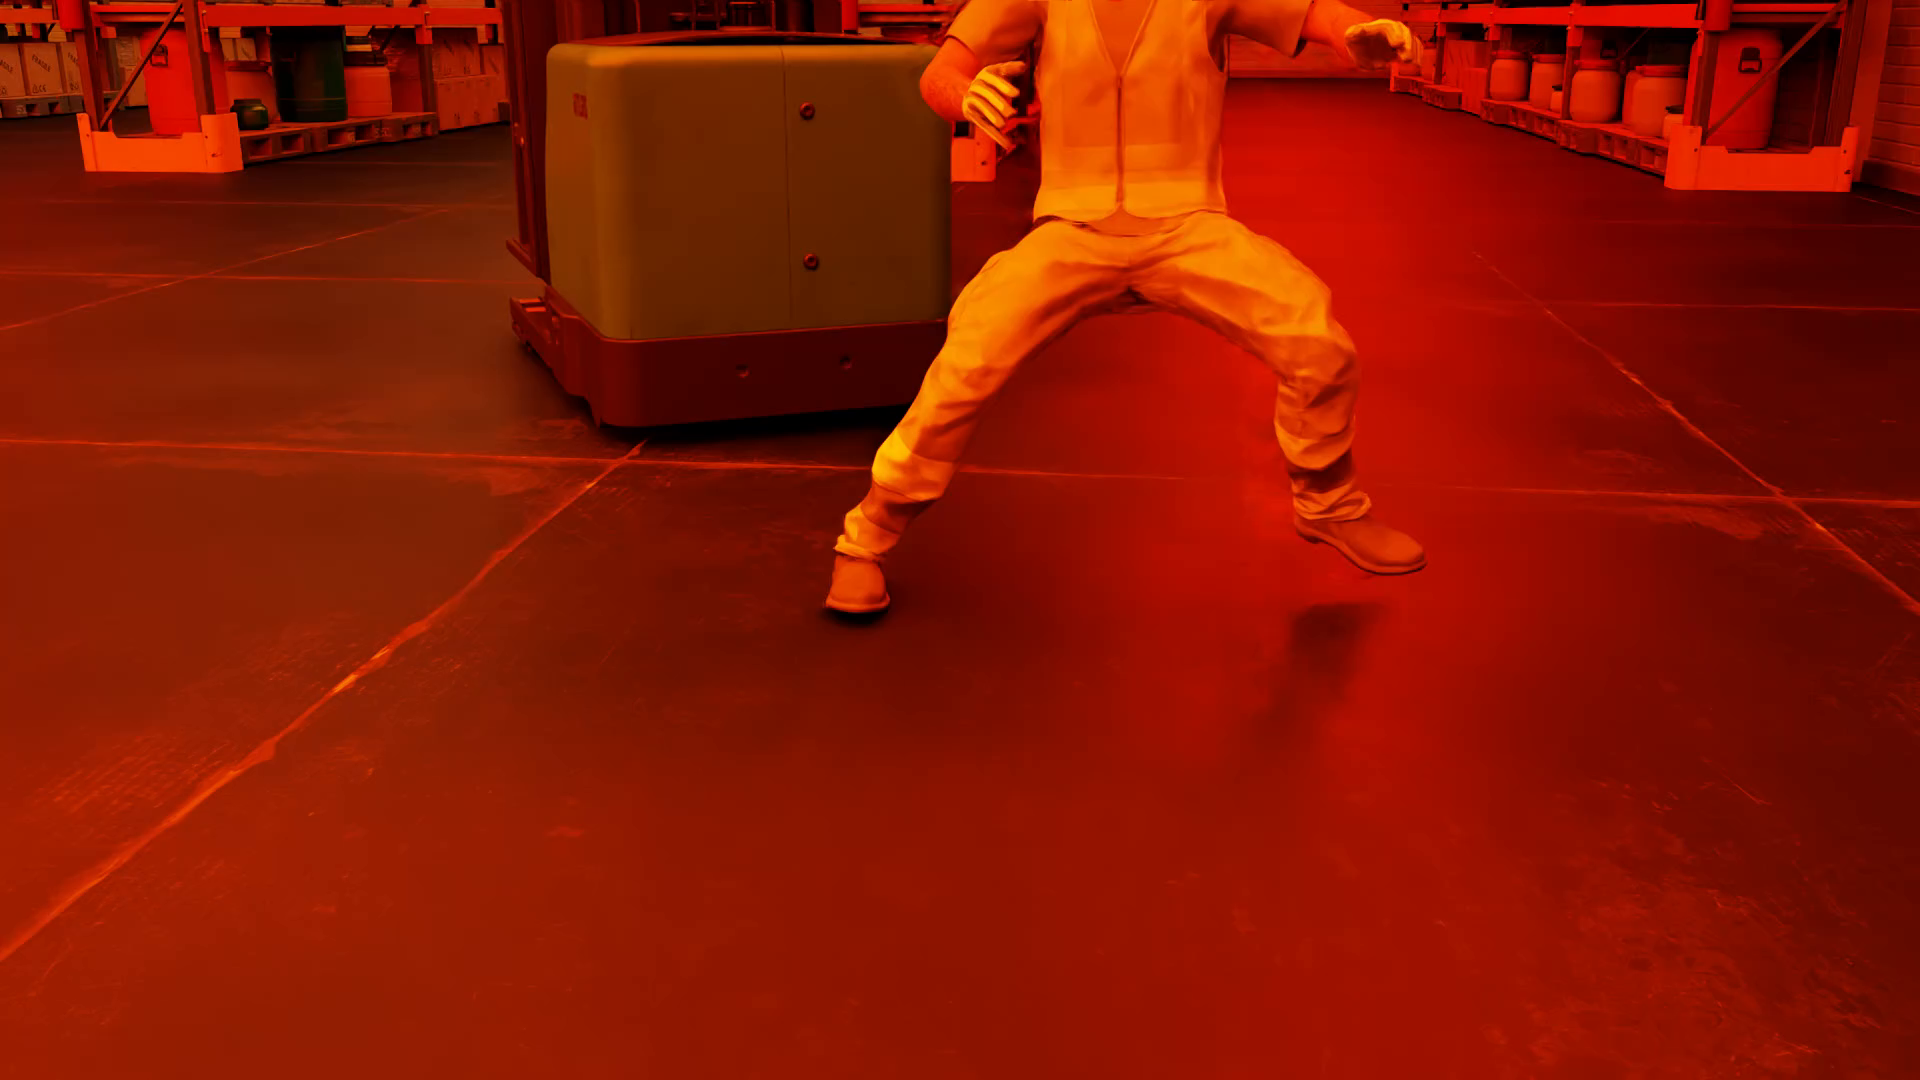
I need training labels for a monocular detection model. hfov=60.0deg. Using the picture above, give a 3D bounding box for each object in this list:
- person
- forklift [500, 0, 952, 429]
[{"bbox_3d":[0.355,-0.637,3.273,1.229,1.548,0.692,3,18,11],"label":"person"},{"bbox_3d":[-1.019,-2.110,5.644,1.130,2.935,3.031,-7,19,-20],"label":"forklift"}]
